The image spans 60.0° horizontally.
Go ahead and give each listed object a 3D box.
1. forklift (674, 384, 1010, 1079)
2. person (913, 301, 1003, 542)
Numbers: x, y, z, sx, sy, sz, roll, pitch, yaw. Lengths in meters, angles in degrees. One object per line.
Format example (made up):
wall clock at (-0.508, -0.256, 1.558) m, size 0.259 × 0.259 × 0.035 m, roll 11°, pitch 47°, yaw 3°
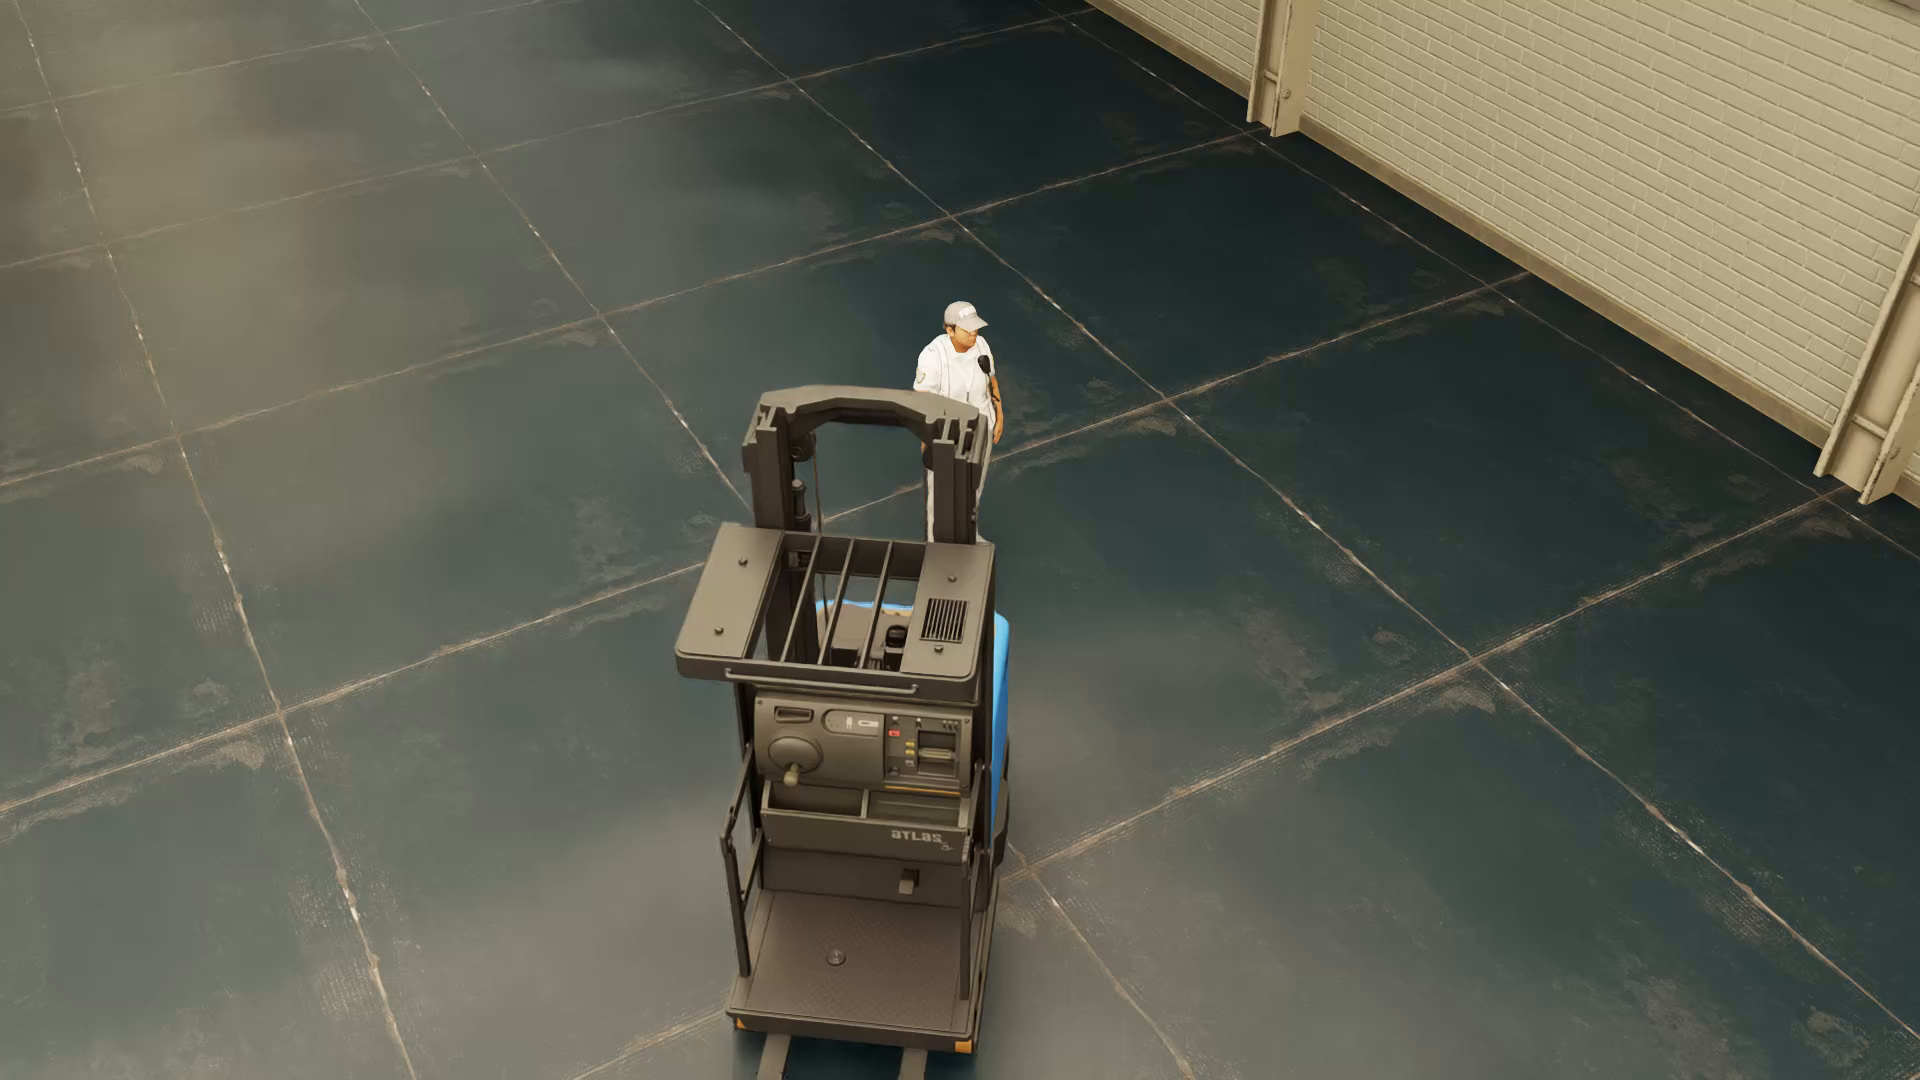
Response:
forklift at (-0.436, 0.953, 6.888) m, size 1.130 × 2.935 × 3.031 m, roll 4°, pitch 40°, yaw 5°
person at (0.019, -0.598, 9.735) m, size 0.599 × 1.670 × 0.529 m, roll -20°, pitch 44°, yaw -23°
